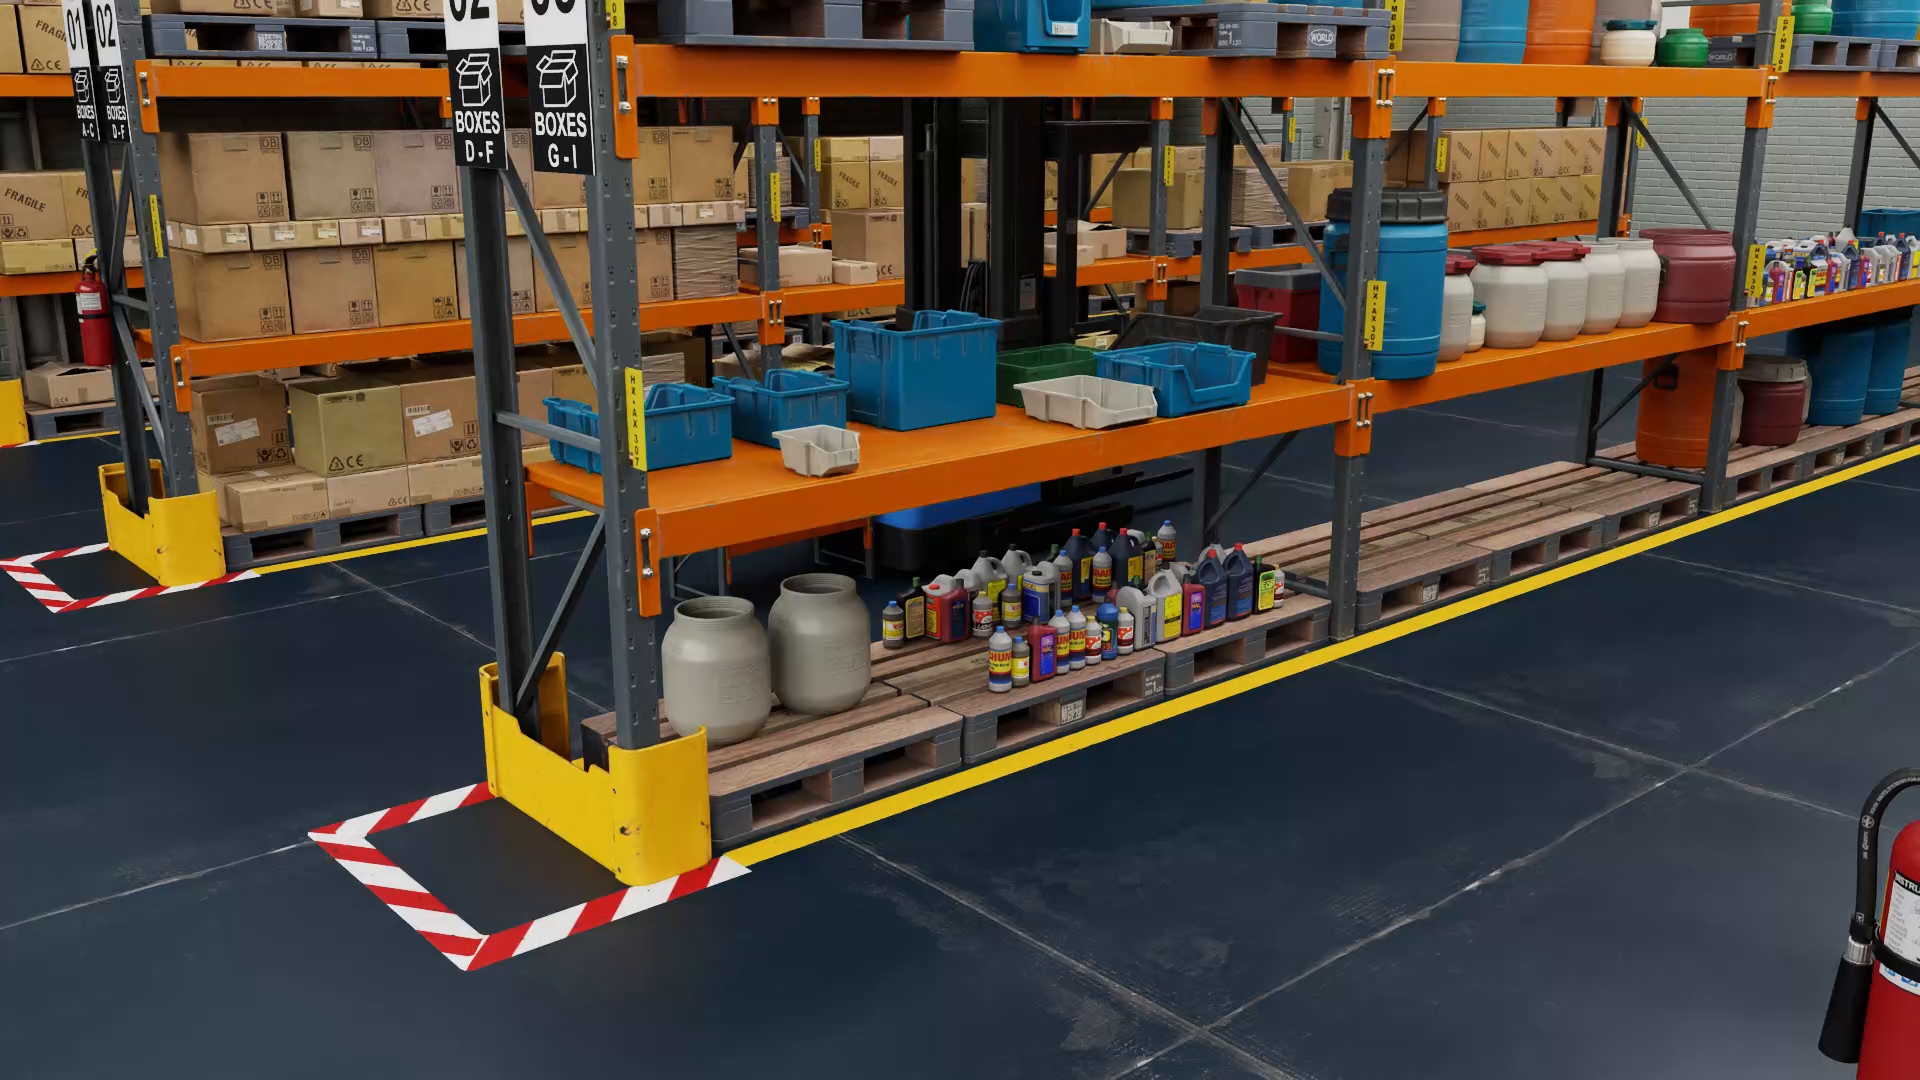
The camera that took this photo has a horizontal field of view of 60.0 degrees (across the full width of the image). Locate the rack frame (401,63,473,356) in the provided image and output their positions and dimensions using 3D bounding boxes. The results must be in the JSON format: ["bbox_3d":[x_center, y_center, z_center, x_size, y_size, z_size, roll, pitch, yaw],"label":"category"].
[{"bbox_3d":[-4.888,-2.969,15.555,0.127,3.000,1.000,-13,19,-39],"label":"rack frame"}]

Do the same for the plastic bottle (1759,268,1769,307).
[{"bbox_3d":[5.277,-1.681,10.980,0.097,0.271,0.097,0,15,0],"label":"plastic bottle"}]

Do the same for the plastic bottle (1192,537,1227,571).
[{"bbox_3d":[1.224,0.164,8.106,0.185,0.351,0.144,-13,19,-39],"label":"plastic bottle"}]

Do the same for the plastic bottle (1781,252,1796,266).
[{"bbox_3d":[6.274,-2.079,12.604,0.097,0.201,0.097,0,15,0],"label":"plastic bottle"}]

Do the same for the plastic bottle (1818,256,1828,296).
[{"bbox_3d":[5.974,-1.837,11.566,0.097,0.271,0.097,0,15,0],"label":"plastic bottle"}]

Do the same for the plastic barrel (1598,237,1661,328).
[{"bbox_3d":[3.997,-1.557,10.048,0.421,0.512,0.421,0,15,0],"label":"plastic barrel"}]

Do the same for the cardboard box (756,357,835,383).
[{"bbox_3d":[-1.158,-1.173,12.255,0.500,0.311,0.500,-13,19,-39],"label":"cardboard box"}]

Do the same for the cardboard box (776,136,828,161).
[{"bbox_3d":[-1.699,-4.338,18.417,0.500,0.250,0.500,-12,19,-38],"label":"cardboard box"}]

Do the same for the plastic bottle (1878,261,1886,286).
[{"bbox_3d":[6.738,-1.975,12.217,0.097,0.201,0.097,0,15,0],"label":"plastic bottle"}]

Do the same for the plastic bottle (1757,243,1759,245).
[{"bbox_3d":[5.999,-2.103,12.559,0.097,0.271,0.097,0,15,0],"label":"plastic bottle"}]

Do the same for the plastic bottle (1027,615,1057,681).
[{"bbox_3d":[0.353,0.455,7.144,0.133,0.283,0.061,-12,19,-38],"label":"plastic bottle"}]

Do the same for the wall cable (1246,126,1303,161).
[{"bbox_3d":[4.510,-5.894,24.535,1.851,1.984,0.084,-13,19,-39],"label":"wall cable"}]

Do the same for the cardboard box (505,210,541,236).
[{"bbox_3d":[-2.855,-2.019,10.546,0.250,0.149,0.380,-12,19,-38],"label":"cardboard box"}]

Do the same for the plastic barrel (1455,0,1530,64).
[{"bbox_3d":[2.843,-3.082,9.192,0.708,0.901,0.600,-13,19,-39],"label":"plastic barrel"}]

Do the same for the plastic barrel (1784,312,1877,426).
[{"bbox_3d":[6.695,-1.376,12.843,0.708,0.901,0.600,-13,19,-39],"label":"plastic barrel"}]

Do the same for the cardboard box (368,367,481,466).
[{"bbox_3d":[-3.356,-0.785,10.436,0.500,0.500,0.500,-13,19,-39],"label":"cardboard box"}]

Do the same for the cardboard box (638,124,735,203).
[{"bbox_3d":[-1.964,-2.604,11.480,0.500,0.500,0.700,-13,19,-39],"label":"cardboard box"}]

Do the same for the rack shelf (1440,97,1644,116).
[{"bbox_3d":[5.910,-4.801,17.994,4.000,0.370,1.077,-13,19,-39],"label":"rack shelf"}]

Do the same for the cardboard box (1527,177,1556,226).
[{"bbox_3d":[6.111,-3.701,18.098,0.500,0.500,0.500,-13,20,-40],"label":"cardboard box"}]

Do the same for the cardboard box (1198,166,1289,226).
[{"bbox_3d":[2.600,-3.181,15.339,0.500,0.500,0.700,-9,17,-29],"label":"cardboard box"}]

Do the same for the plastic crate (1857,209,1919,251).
[{"bbox_3d":[7.779,-2.563,13.947,0.575,0.384,0.392,-13,19,-39],"label":"plastic crate"}]

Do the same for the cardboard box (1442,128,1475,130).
[{"bbox_3d":[5.378,-4.201,18.034,0.500,0.500,0.500,-12,19,-39],"label":"cardboard box"}]

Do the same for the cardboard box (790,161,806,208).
[{"bbox_3d":[-1.687,-3.980,18.529,0.500,0.500,0.500,-12,19,-39],"label":"cardboard box"}]

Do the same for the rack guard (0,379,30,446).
[{"bbox_3d":[-7.848,-1.097,13.388,0.348,0.500,1.175,-13,19,-39],"label":"rack guard"}]

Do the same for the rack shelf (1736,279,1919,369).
[{"bbox_3d":[6.142,-1.710,12.232,4.000,0.370,1.077,-13,19,-39],"label":"rack shelf"}]

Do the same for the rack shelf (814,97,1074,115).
[{"bbox_3d":[-0.362,-5.088,19.065,4.000,0.370,1.077,-13,19,-39],"label":"rack shelf"}]

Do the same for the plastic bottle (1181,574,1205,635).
[{"bbox_3d":[1.078,0.292,7.754,0.133,0.283,0.061,-11,19,-36],"label":"plastic bottle"}]

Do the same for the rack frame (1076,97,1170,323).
[{"bbox_3d":[1.384,-2.683,14.483,0.127,3.000,1.000,-13,19,-39],"label":"rack frame"}]

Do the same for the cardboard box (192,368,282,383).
[{"bbox_3d":[-6.308,-1.608,14.447,0.500,0.500,0.700,-14,21,-43],"label":"cardboard box"}]

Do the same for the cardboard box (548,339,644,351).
[{"bbox_3d":[-2.561,-1.139,11.762,0.500,0.500,0.500,-13,19,-39],"label":"cardboard box"}]

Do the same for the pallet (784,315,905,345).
[{"bbox_3d":[-1.226,-2.419,18.896,1.213,0.211,1.003,-13,19,-39],"label":"pallet"}]

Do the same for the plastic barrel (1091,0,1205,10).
[{"bbox_3d":[0.794,-2.787,7.275,0.708,0.901,0.600,-13,19,-39],"label":"plastic barrel"}]

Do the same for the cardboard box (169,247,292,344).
[{"bbox_3d":[-4.290,-1.453,9.684,0.500,0.500,0.700,-13,19,-39],"label":"cardboard box"}]

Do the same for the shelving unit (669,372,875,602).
[{"bbox_3d":[-1.032,-0.278,9.111,1.048,1.125,0.538,-14,20,-42],"label":"shelving unit"}]

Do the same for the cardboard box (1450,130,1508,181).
[{"bbox_3d":[5.331,-4.005,17.299,0.500,0.500,0.500,-13,20,-41],"label":"cardboard box"}]

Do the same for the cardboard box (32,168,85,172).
[{"bbox_3d":[-7.303,-2.796,13.704,0.500,0.500,0.500,-12,19,-39],"label":"cardboard box"}]

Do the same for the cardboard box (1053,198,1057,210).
[{"bbox_3d":[1.078,-4.101,20.237,0.250,0.149,0.380,-12,19,-39],"label":"cardboard box"}]

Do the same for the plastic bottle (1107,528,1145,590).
[{"bbox_3d":[0.829,0.110,8.305,0.185,0.351,0.144,-13,19,-39],"label":"plastic bottle"}]

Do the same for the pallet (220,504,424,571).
[{"bbox_3d":[-4.102,-0.119,10.285,1.213,0.211,1.003,-13,19,-39],"label":"pallet"}]

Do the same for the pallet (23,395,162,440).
[{"bbox_3d":[-7.212,-1.088,13.915,1.213,0.211,1.003,-13,19,-39],"label":"pallet"}]

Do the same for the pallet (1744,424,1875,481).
[{"bbox_3d":[6.120,-0.718,12.531,1.213,0.211,1.003,-13,19,-39],"label":"pallet"}]

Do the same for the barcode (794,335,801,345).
[{"bbox_3d":[-1.168,-1.437,11.947,0.075,0.075,0.001,-13,19,-39],"label":"barcode"}]

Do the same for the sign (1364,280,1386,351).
[{"bbox_3d":[1.968,-1.066,7.890,0.005,0.325,0.100,-13,19,-39],"label":"sign"}]

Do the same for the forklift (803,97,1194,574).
[{"bbox_3d":[0.453,-1.529,10.295,3.031,2.935,1.130,-14,20,-42],"label":"forklift"}]

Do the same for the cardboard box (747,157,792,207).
[{"bbox_3d":[-2.218,-3.826,17.716,0.700,0.500,0.500,13,20,40],"label":"cardboard box"}]

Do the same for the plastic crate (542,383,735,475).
[{"bbox_3d":[-1.221,-0.434,6.352,0.616,0.251,0.499,-13,19,-39],"label":"plastic crate"}]

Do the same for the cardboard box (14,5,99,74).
[{"bbox_3d":[-7.061,-3.891,12.960,0.500,0.500,0.500,-11,19,-36],"label":"cardboard box"}]

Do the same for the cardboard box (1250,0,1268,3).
[{"bbox_3d":[2.487,-4.909,14.873,0.500,0.500,0.500,-13,19,-39],"label":"cardboard box"}]

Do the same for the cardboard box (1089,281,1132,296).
[{"bbox_3d":[1.778,-3.427,21.296,0.500,0.500,0.700,-12,19,-39],"label":"cardboard box"}]

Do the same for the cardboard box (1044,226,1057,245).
[{"bbox_3d":[0.582,-2.526,14.069,0.500,0.311,0.500,-13,20,-40],"label":"cardboard box"}]

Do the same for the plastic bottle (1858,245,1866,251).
[{"bbox_3d":[6.712,-2.055,12.381,0.097,0.271,0.097,0,15,0],"label":"plastic bottle"}]

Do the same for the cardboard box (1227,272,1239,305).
[{"bbox_3d":[2.744,-2.439,16.107,0.500,0.250,0.500,-13,20,-40],"label":"cardboard box"}]
